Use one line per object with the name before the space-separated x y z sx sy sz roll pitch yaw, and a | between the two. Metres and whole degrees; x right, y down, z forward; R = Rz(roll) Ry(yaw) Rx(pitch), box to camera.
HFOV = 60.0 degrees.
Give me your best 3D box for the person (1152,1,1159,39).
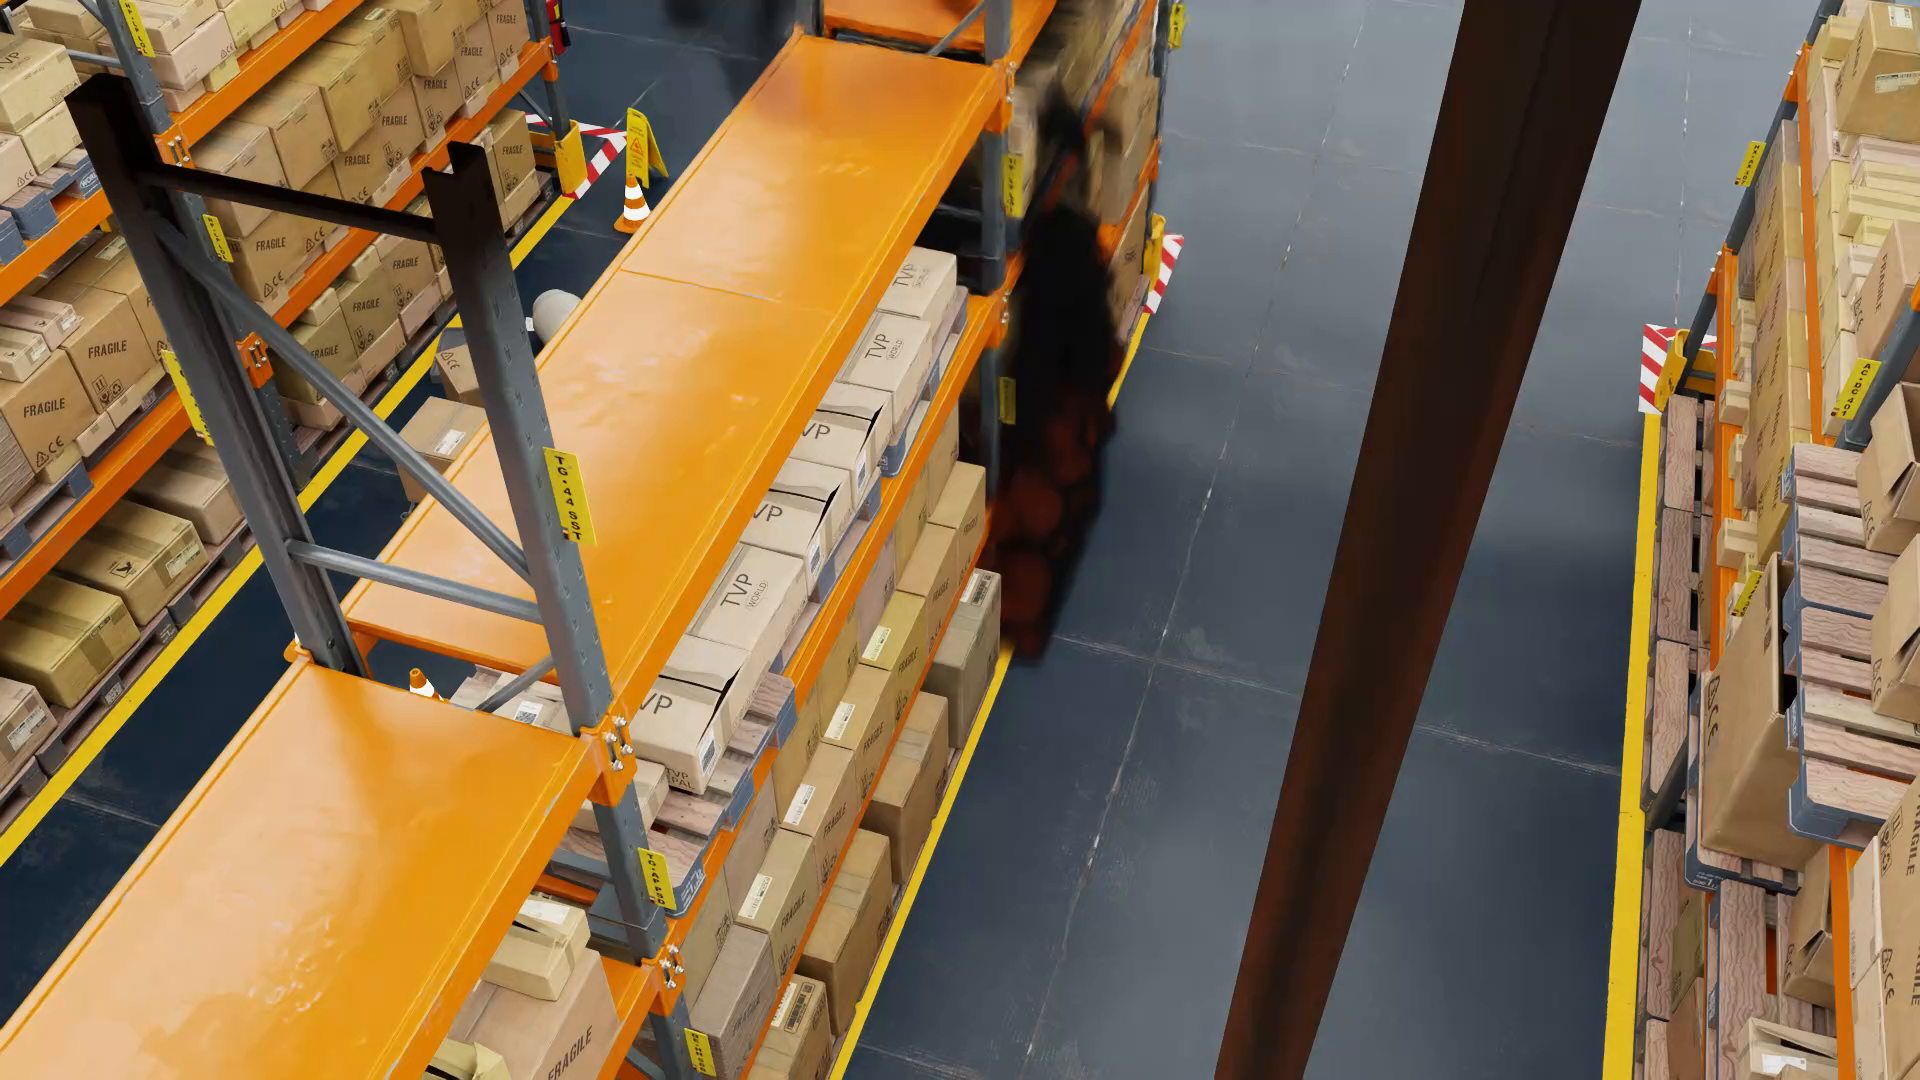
person | 1.432 -4.331 14.151 0.719 1.735 0.613 -15 48 -14
